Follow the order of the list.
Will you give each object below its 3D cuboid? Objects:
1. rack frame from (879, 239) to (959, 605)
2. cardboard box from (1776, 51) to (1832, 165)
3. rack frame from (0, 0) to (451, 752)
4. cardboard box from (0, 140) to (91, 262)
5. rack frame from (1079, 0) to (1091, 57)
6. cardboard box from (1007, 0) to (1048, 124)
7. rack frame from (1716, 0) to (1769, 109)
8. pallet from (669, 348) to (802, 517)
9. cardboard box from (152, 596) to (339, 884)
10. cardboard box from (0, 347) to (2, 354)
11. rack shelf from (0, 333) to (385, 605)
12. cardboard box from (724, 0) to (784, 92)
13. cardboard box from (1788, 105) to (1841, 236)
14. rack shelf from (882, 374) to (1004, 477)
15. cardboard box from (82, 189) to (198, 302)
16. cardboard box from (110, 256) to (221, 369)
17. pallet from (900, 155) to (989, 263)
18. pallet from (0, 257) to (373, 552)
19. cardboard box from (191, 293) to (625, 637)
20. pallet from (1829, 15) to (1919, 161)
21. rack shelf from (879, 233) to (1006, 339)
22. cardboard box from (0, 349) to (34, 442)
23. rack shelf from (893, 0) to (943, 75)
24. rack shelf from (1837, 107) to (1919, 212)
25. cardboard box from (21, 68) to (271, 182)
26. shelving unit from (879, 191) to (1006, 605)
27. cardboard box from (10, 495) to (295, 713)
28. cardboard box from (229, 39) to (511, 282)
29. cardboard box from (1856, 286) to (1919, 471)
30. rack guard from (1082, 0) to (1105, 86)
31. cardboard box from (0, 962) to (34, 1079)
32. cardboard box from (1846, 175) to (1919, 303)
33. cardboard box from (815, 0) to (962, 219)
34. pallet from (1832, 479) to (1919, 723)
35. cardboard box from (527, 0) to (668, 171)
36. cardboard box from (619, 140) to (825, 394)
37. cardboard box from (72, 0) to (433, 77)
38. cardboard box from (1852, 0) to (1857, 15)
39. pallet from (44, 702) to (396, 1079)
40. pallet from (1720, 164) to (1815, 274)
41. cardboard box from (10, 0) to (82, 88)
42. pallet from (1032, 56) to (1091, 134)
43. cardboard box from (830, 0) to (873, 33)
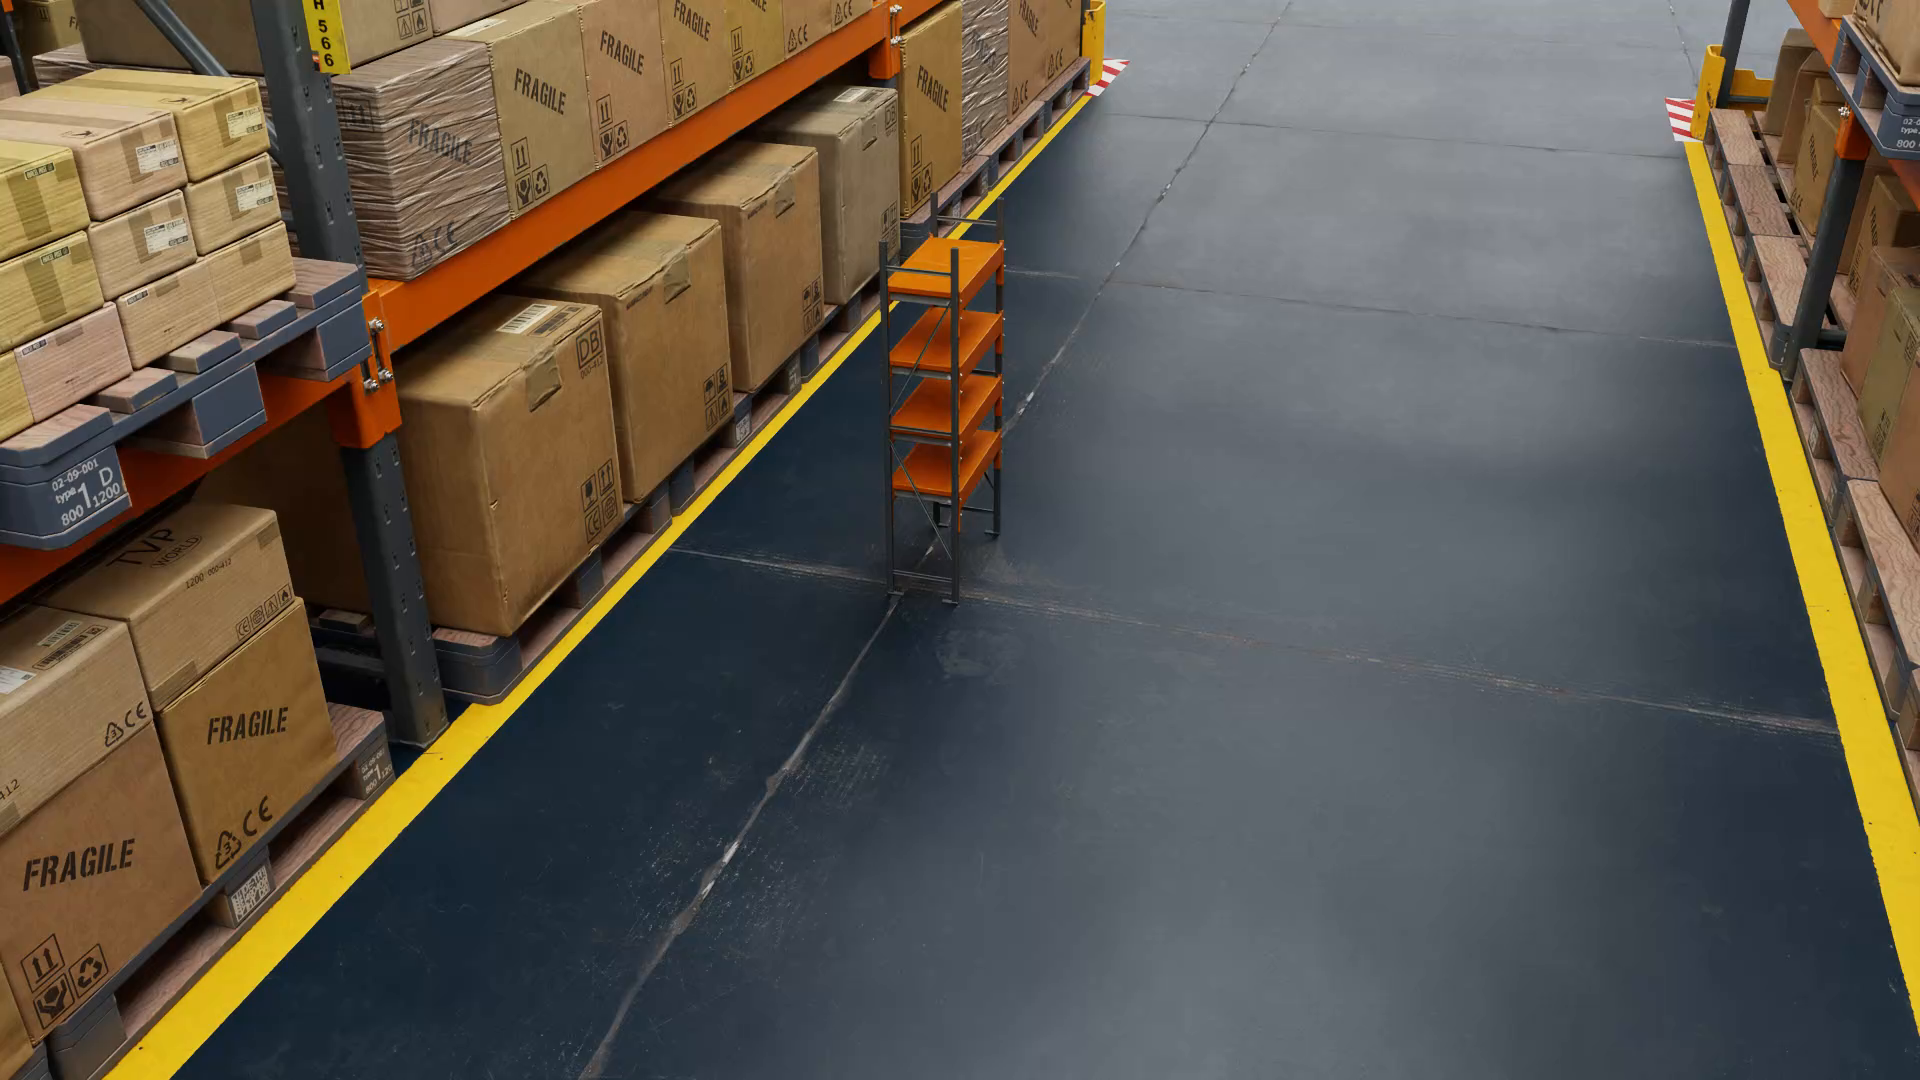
[{"bbox_3d":[-0.120,-0.334,5.116,0.240,1.200,0.015,8,30,15],"label":"rack frame"},{"bbox_3d":[4.756,-2.299,8.937,0.500,0.500,0.500,17,33,28],"label":"cardboard box"},{"bbox_3d":[-1.962,-0.815,4.130,1.000,3.000,0.127,8,30,15],"label":"rack frame"},{"bbox_3d":[-1.821,-0.618,2.989,0.380,0.149,0.250,9,30,16],"label":"cardboard box"},{"bbox_3d":[0.386,-4.533,10.813,1.000,3.000,0.127,8,30,15],"label":"rack frame"},{"bbox_3d":[-0.006,-3.054,9.909,0.875,0.875,0.875,8,30,14],"label":"cardboard box"},{"bbox_3d":[5.098,-3.778,9.457,1.000,3.000,0.127,8,30,15],"label":"rack frame"},{"bbox_3d":[-1.299,-0.518,6.463,1.003,0.211,1.213,8,30,15],"label":"pallet"},{"bbox_3d":[-1.906,0.437,4.019,0.500,0.500,0.500,8,30,15],"label":"cardboard box"},{"bbox_3d":[-1.897,-0.361,2.835,0.380,0.149,0.250,9,30,15],"label":"cardboard box"},{"bbox_3d":[-2.549,0.428,2.634,1.077,0.370,4.000,8,30,15],"label":"rack shelf"},{"bbox_3d":[-0.983,-1.968,6.099,0.500,0.500,0.500,9,30,15],"label":"cardboard box"},{"bbox_3d":[4.347,-1.758,7.964,0.500,0.500,0.500,6,30,10],"label":"cardboard box"},{"bbox_3d":[-0.049,-0.389,5.353,0.258,0.148,0.480,8,30,15],"label":"rack shelf"},{"bbox_3d":[-1.749,-0.600,3.264,0.380,0.149,0.250,10,31,17],"label":"cardboard box"},{"bbox_3d":[-1.742,-0.479,3.352,0.380,0.149,0.250,8,30,15],"label":"cardboard box"},{"bbox_3d":[-0.490,-1.798,8.765,1.003,0.211,1.213,8,30,15],"label":"pallet"},{"bbox_3d":[-2.070,-0.385,3.554,1.213,0.211,1.003,8,30,15],"label":"pallet"},{"bbox_3d":[-1.698,-0.286,5.061,1.050,0.750,0.750,8,30,14],"label":"cardboard box"},{"bbox_3d":[3.560,-1.501,5.561,1.003,0.211,1.213,8,30,15],"label":"pallet"},{"bbox_3d":[-0.049,-0.791,5.129,0.258,0.148,0.480,8,30,15],"label":"rack shelf"},{"bbox_3d":[-1.894,-0.244,2.930,0.380,0.149,0.250,8,30,14],"label":"cardboard box"},{"bbox_3d":[-0.201,-3.289,9.317,1.077,0.370,4.000,8,30,15],"label":"rack shelf"},{"bbox_3d":[3.337,-0.676,4.619,1.077,0.370,4.000,8,30,15],"label":"rack shelf"},{"bbox_3d":[-1.668,-0.856,3.417,0.380,0.149,0.250,7,30,13],"label":"cardboard box"},{"bbox_3d":[-0.049,-0.447,5.320,0.258,1.200,0.503,8,30,15],"label":"shelving unit"},{"bbox_3d":[-1.913,0.121,3.815,0.500,0.250,0.500,8,30,14],"label":"cardboard box"},{"bbox_3d":[-1.573,-1.029,4.412,0.500,0.500,0.500,9,30,15],"label":"cardboard box"},{"bbox_3d":[3.565,-0.518,5.715,0.700,0.500,0.500,8,30,15],"label":"cardboard box"},{"bbox_3d":[0.393,-3.452,11.441,1.175,0.500,0.348,8,30,15],"label":"rack guard"},{"bbox_3d":[-2.201,0.925,3.140,0.500,0.500,0.500,7,30,13],"label":"cardboard box"},{"bbox_3d":[4.079,-1.191,6.945,0.500,0.500,0.500,8,30,13],"label":"cardboard box"},{"bbox_3d":[-0.537,-2.212,8.394,0.875,0.875,0.875,9,30,16],"label":"cardboard box"},{"bbox_3d":[3.340,0.230,5.120,1.003,0.211,1.213,8,30,15],"label":"pallet"},{"bbox_3d":[-1.278,-1.500,5.258,0.500,0.500,0.500,8,30,15],"label":"cardboard box"},{"bbox_3d":[-1.171,-1.126,6.570,1.050,0.750,0.750,8,30,15],"label":"cardboard box"},{"bbox_3d":[-1.821,-1.503,4.235,0.700,0.500,0.500,8,30,15],"label":"cardboard box"},{"bbox_3d":[3.788,-2.066,6.638,0.380,0.149,0.250,8,30,15],"label":"cardboard box"},{"bbox_3d":[-2.193,0.766,4.156,1.003,0.211,1.213,8,30,15],"label":"pallet"},{"bbox_3d":[4.443,-1.587,8.386,1.003,0.211,1.213,8,30,15],"label":"pallet"},{"bbox_3d":[-5.119,-2.879,9.465,0.500,0.500,0.500,10,31,17],"label":"cardboard box"},{"bbox_3d":[0.226,-2.932,10.803,1.003,0.211,1.213,8,30,15],"label":"pallet"},{"bbox_3d":[-0.686,-2.437,6.943,0.500,0.500,0.500,8,30,15],"label":"cardboard box"}]
